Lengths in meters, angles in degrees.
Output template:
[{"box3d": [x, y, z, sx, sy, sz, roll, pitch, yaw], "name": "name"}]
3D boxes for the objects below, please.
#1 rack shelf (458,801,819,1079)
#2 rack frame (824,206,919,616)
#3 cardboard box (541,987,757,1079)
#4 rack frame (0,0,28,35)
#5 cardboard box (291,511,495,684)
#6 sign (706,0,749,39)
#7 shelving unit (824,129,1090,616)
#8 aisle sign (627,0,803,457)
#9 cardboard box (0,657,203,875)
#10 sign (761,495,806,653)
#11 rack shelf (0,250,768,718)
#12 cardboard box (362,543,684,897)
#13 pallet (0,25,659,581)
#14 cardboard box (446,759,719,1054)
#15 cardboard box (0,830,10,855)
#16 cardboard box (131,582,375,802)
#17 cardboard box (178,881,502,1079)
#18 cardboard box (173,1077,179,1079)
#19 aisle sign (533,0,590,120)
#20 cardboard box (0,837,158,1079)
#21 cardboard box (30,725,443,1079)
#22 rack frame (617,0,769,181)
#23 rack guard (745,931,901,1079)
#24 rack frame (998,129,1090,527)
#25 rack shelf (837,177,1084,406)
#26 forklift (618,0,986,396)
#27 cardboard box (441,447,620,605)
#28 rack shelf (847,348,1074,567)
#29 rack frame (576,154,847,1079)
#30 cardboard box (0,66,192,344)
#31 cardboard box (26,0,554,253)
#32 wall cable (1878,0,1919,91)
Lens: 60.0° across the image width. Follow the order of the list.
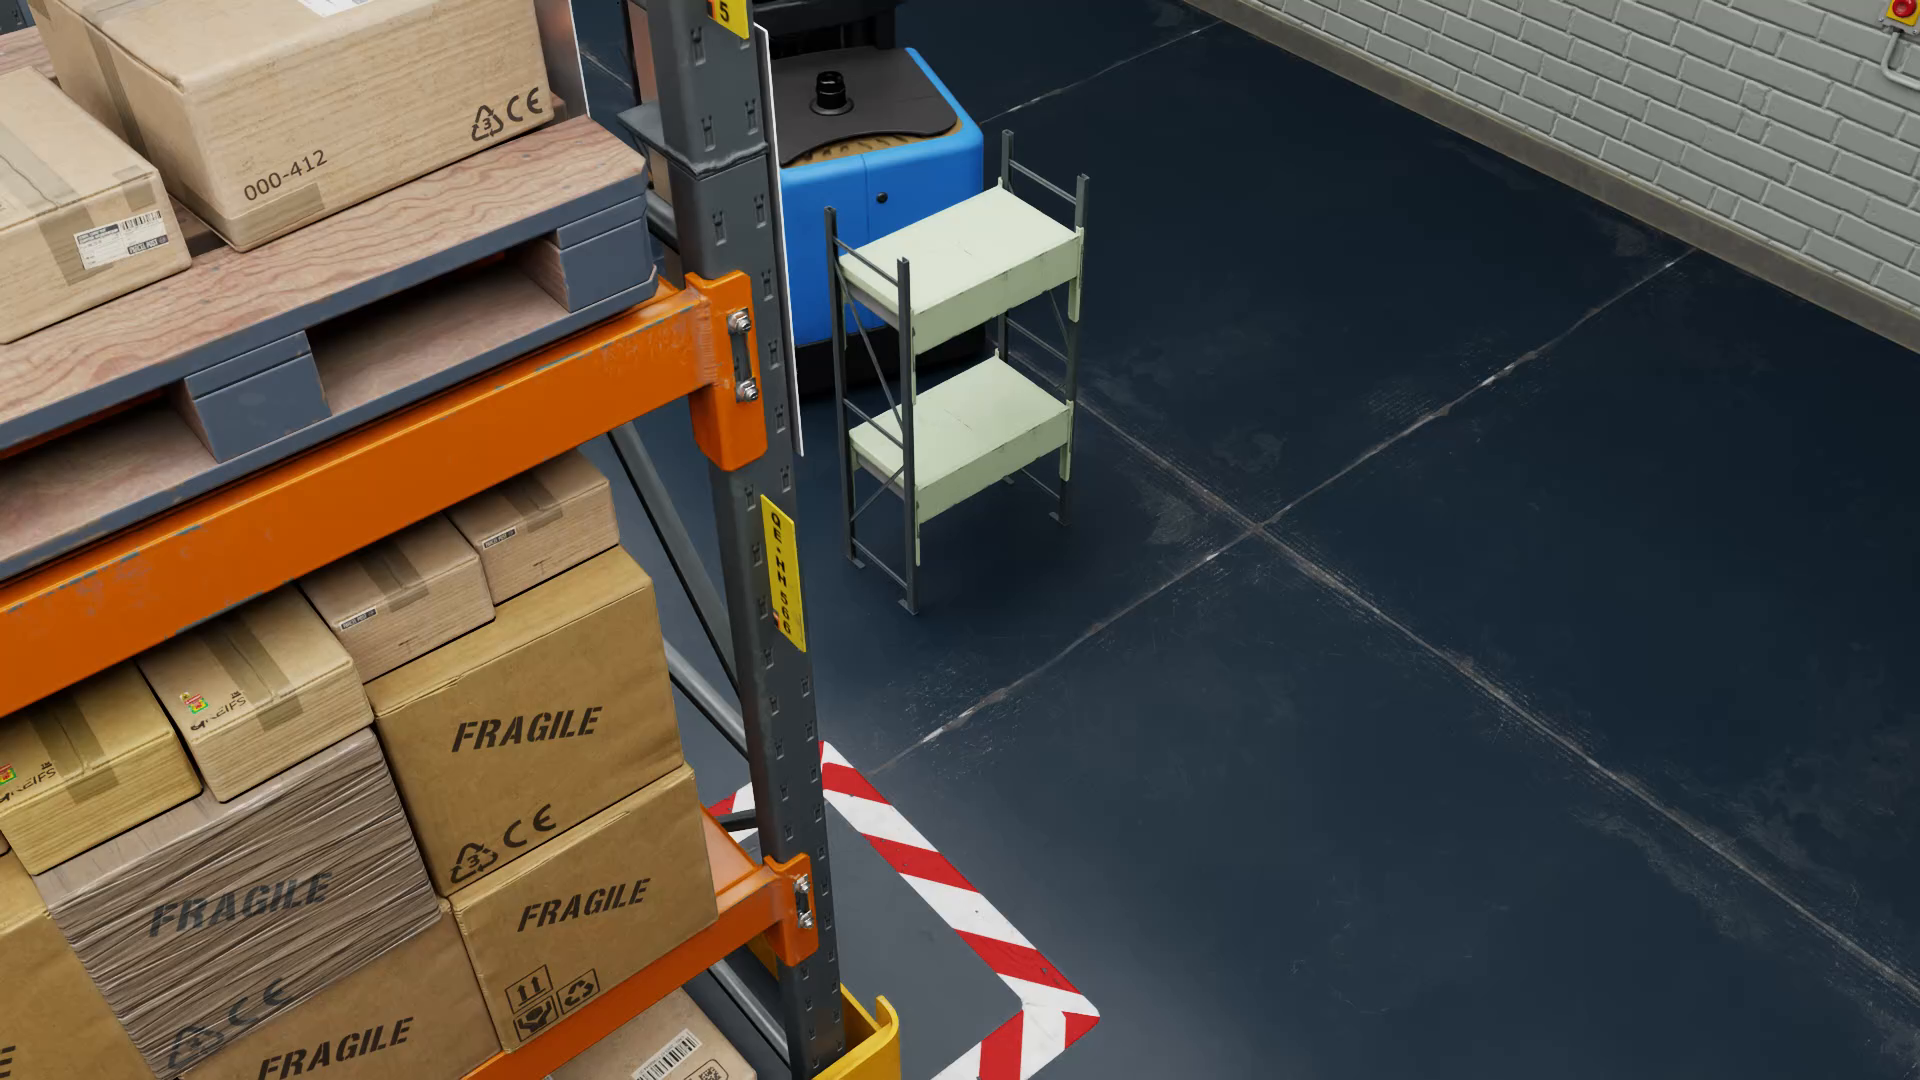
[{"box3d": [-2.188, 1.421, 3.071, 4.000, 0.370, 1.077, -30, 51, -28], "name": "rack shelf"}, {"box3d": [-0.286, -0.383, 5.562, 0.023, 1.500, 0.400, -30, 51, -28], "name": "rack frame"}, {"box3d": [-1.096, 1.404, 4.129, 0.875, 0.438, 0.875, -32, 52, -29], "name": "cardboard box"}, {"box3d": [-3.908, -2.275, 6.481, 0.127, 3.000, 1.000, -30, 51, -28], "name": "rack frame"}, {"box3d": [-0.980, 0.030, 2.750, 0.250, 0.149, 0.380, -29, 50, -27], "name": "cardboard box"}, {"box3d": [-0.317, -0.816, 2.148, 0.005, 0.325, 0.100, -30, 51, -28], "name": "sign"}, {"box3d": [-0.005, -0.544, 5.733, 0.755, 1.500, 0.431, -30, 51, -28], "name": "shelving unit"}, {"box3d": [-0.400, -0.536, 2.731, 0.004, 0.787, 0.394, -30, 51, -28], "name": "aisle sign"}, {"box3d": [-1.344, 0.277, 2.487, 0.250, 0.149, 0.380, -29, 50, -27], "name": "cardboard box"}, {"box3d": [-0.317, 0.063, 2.973, 0.005, 0.325, 0.100, -30, 51, -28], "name": "sign"}, {"box3d": [-2.188, 0.328, 2.044, 4.000, 0.370, 1.077, -30, 51, -28], "name": "rack shelf"}, {"box3d": [-0.871, 0.216, 3.025, 0.500, 0.500, 0.500, -28, 50, -27], "name": "cardboard box"}, {"box3d": [-1.216, -0.449, 2.411, 1.213, 0.211, 1.003, -30, 51, -28], "name": "pallet"}, {"box3d": [-0.854, 0.595, 3.353, 0.500, 0.500, 0.500, -30, 51, -28], "name": "cardboard box"}, {"box3d": [-1.590, 0.354, 2.405, 0.250, 0.149, 0.380, -30, 51, -28], "name": "cardboard box"}, {"box3d": [-1.124, 0.188, 2.582, 0.250, 0.149, 0.380, -30, 51, -28], "name": "cardboard box"}, {"box3d": [-1.249, 0.807, 3.126, 0.500, 0.500, 0.500, -31, 51, -29], "name": "cardboard box"}, {"box3d": [-1.637, 1.038, 2.880, 0.500, 0.500, 0.500, -28, 50, -27], "name": "cardboard box"}, {"box3d": [-0.785, -0.851, 3.066, 0.004, 0.787, 0.394, -30, 51, -28], "name": "aisle sign"}, {"box3d": [-1.635, 0.677, 2.535, 0.500, 0.500, 0.500, -30, 51, -28], "name": "cardboard box"}, {"box3d": [-1.253, 0.461, 2.764, 0.500, 0.500, 0.500, -30, 51, -28], "name": "cardboard box"}, {"box3d": [-0.654, -1.906, 1.707, 0.127, 3.000, 1.000, -30, 51, -28], "name": "rack frame"}, {"box3d": [-0.636, 1.181, 4.627, 0.348, 0.500, 1.175, -30, 51, -28], "name": "rack guard"}, {"box3d": [0.276, -0.705, 5.905, 0.023, 1.500, 0.400, -30, 51, -28], "name": "rack frame"}, {"box3d": [-0.005, -0.828, 5.466, 0.720, 0.370, 0.431, -30, 51, -28], "name": "rack shelf"}, {"box3d": [-0.911, -2.649, 6.929, 1.130, 2.935, 3.031, -15, 45, -16], "name": "forklift"}, {"box3d": [-0.801, -0.094, 2.882, 0.250, 0.149, 0.380, -29, 50, -27], "name": "cardboard box"}, {"box3d": [-0.005, -0.306, 5.957, 0.720, 0.370, 0.431, -30, 51, -28], "name": "rack shelf"}, {"box3d": [-0.654, 0.280, 3.760, 0.127, 3.000, 1.000, -30, 51, -28], "name": "rack frame"}, {"box3d": [-1.212, -0.440, 2.140, 0.250, 0.149, 0.380, -34, 53, -31], "name": "cardboard box"}, {"box3d": [-0.942, -0.703, 2.346, 0.500, 0.250, 0.500, 34, 53, 31], "name": "cardboard box"}, {"box3d": [3.656, -2.590, 6.052, 0.123, 1.953, 0.585, -30, 51, -28], "name": "wall cable"}]
